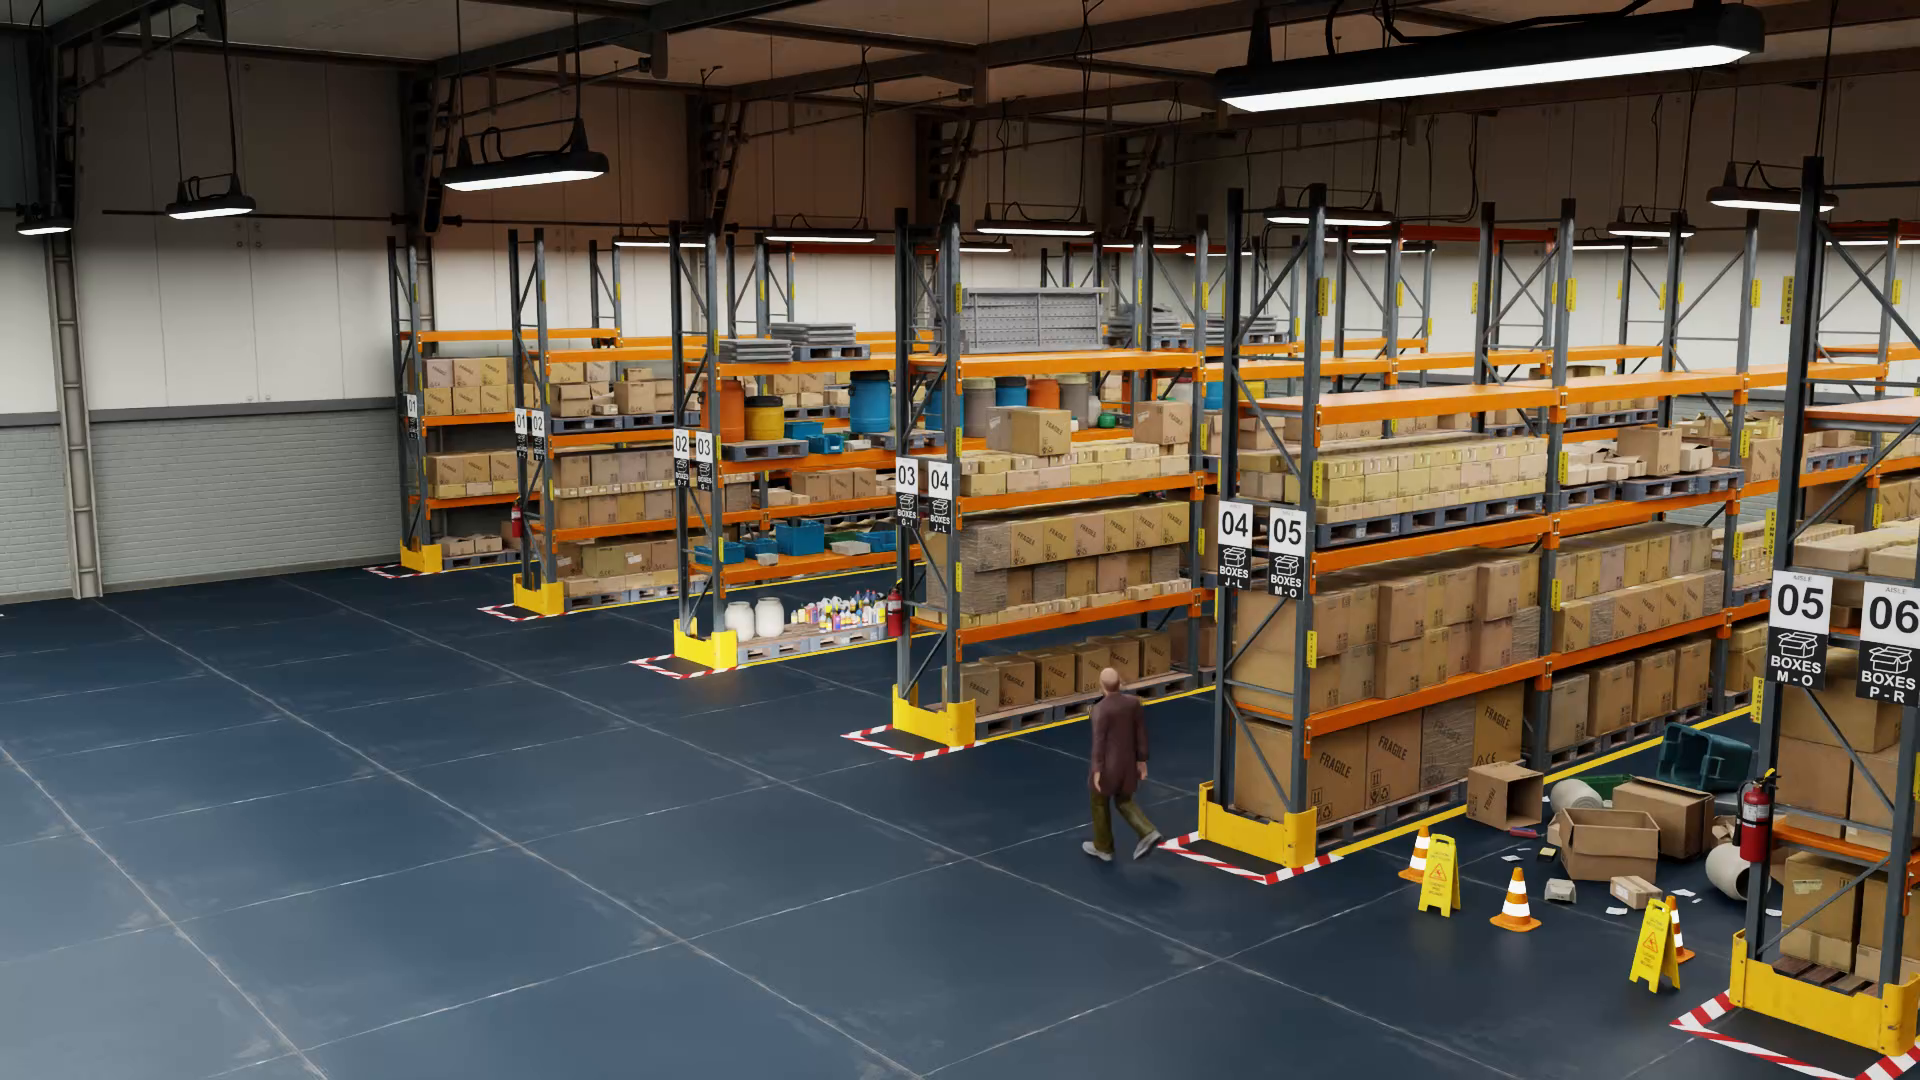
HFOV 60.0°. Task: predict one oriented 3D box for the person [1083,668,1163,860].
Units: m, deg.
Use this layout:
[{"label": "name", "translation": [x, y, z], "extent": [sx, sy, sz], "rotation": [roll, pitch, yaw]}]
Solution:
[{"label": "person", "translation": [1.439, 2.024, 14.837], "extent": [0.593, 1.758, 0.839], "rotation": [-6, 11, -35]}]
